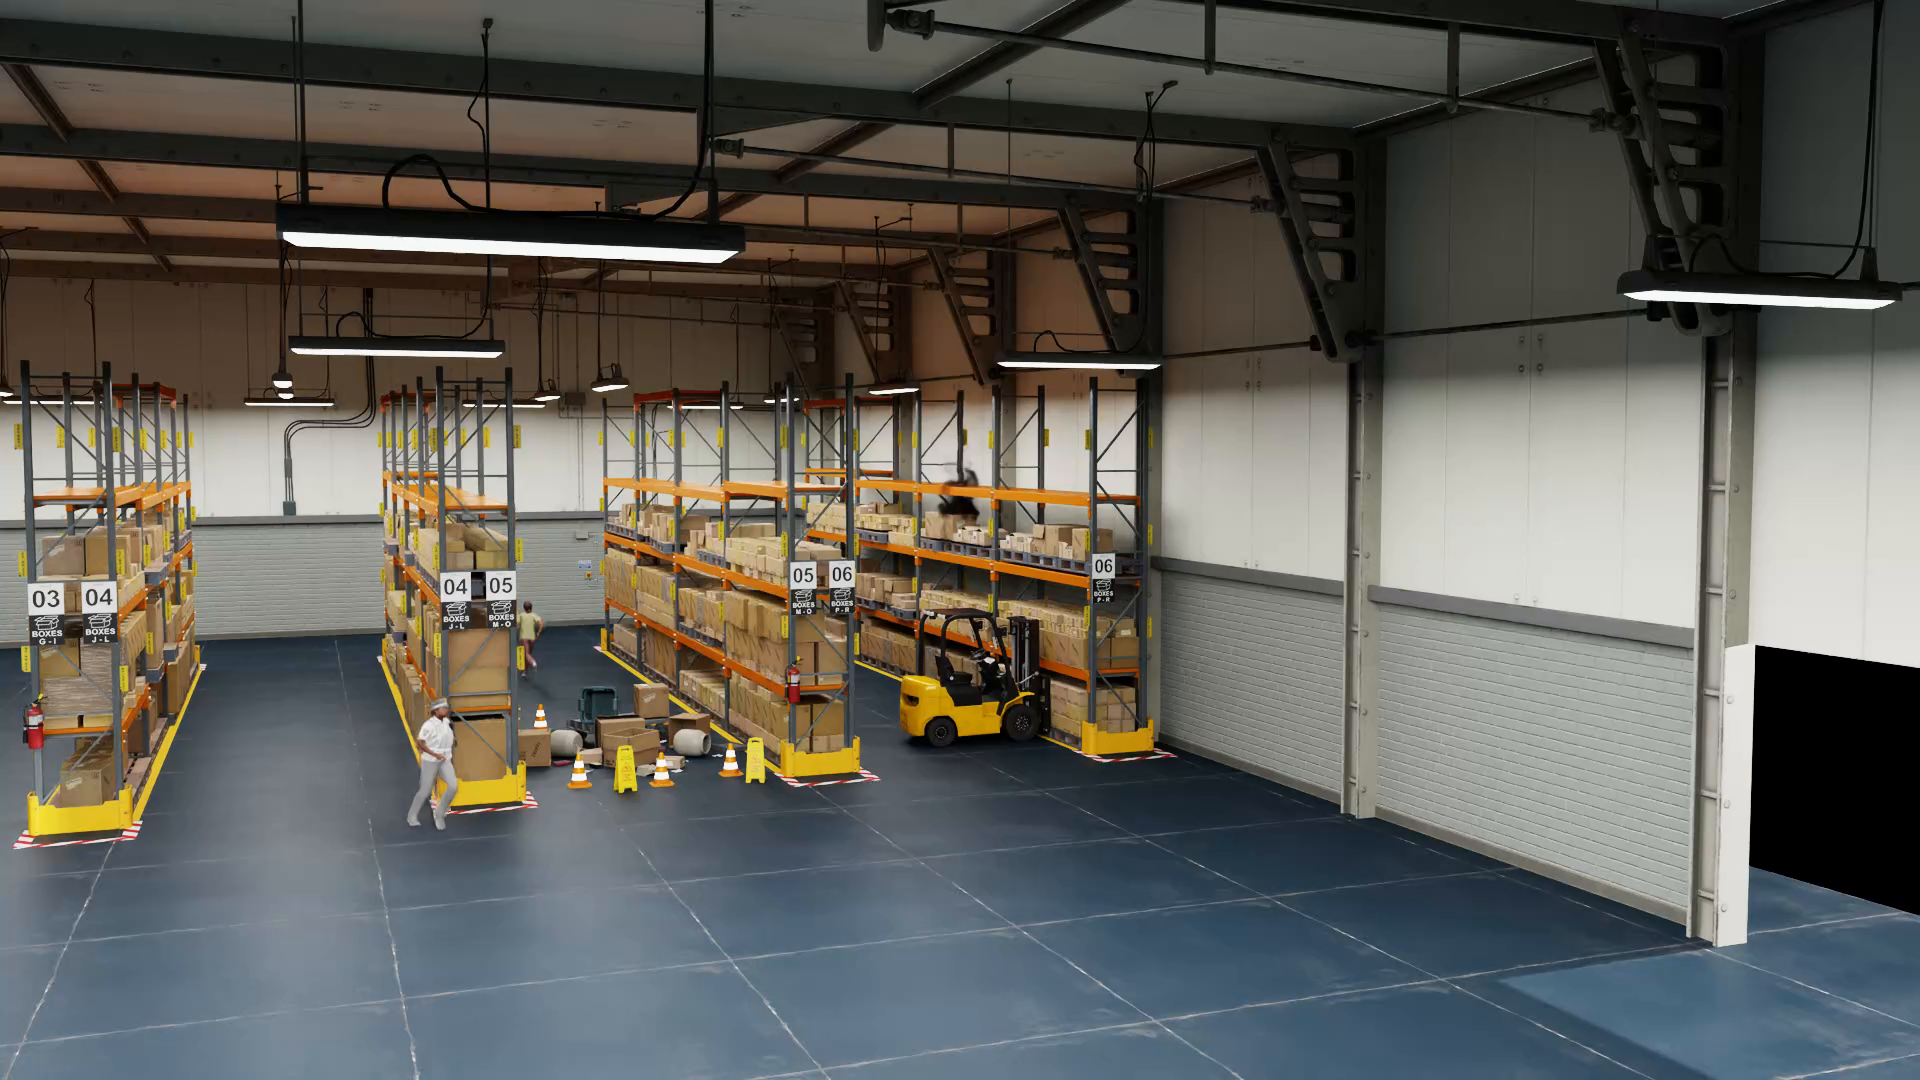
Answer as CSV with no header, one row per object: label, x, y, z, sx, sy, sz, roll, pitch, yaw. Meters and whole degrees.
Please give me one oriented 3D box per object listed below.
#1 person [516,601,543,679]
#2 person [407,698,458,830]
person,-8.950,2.119,34.530,0.580,1.661,1.051,-2,4,-30
person,-6.764,2.887,21.530,0.659,1.699,0.647,2,4,33
